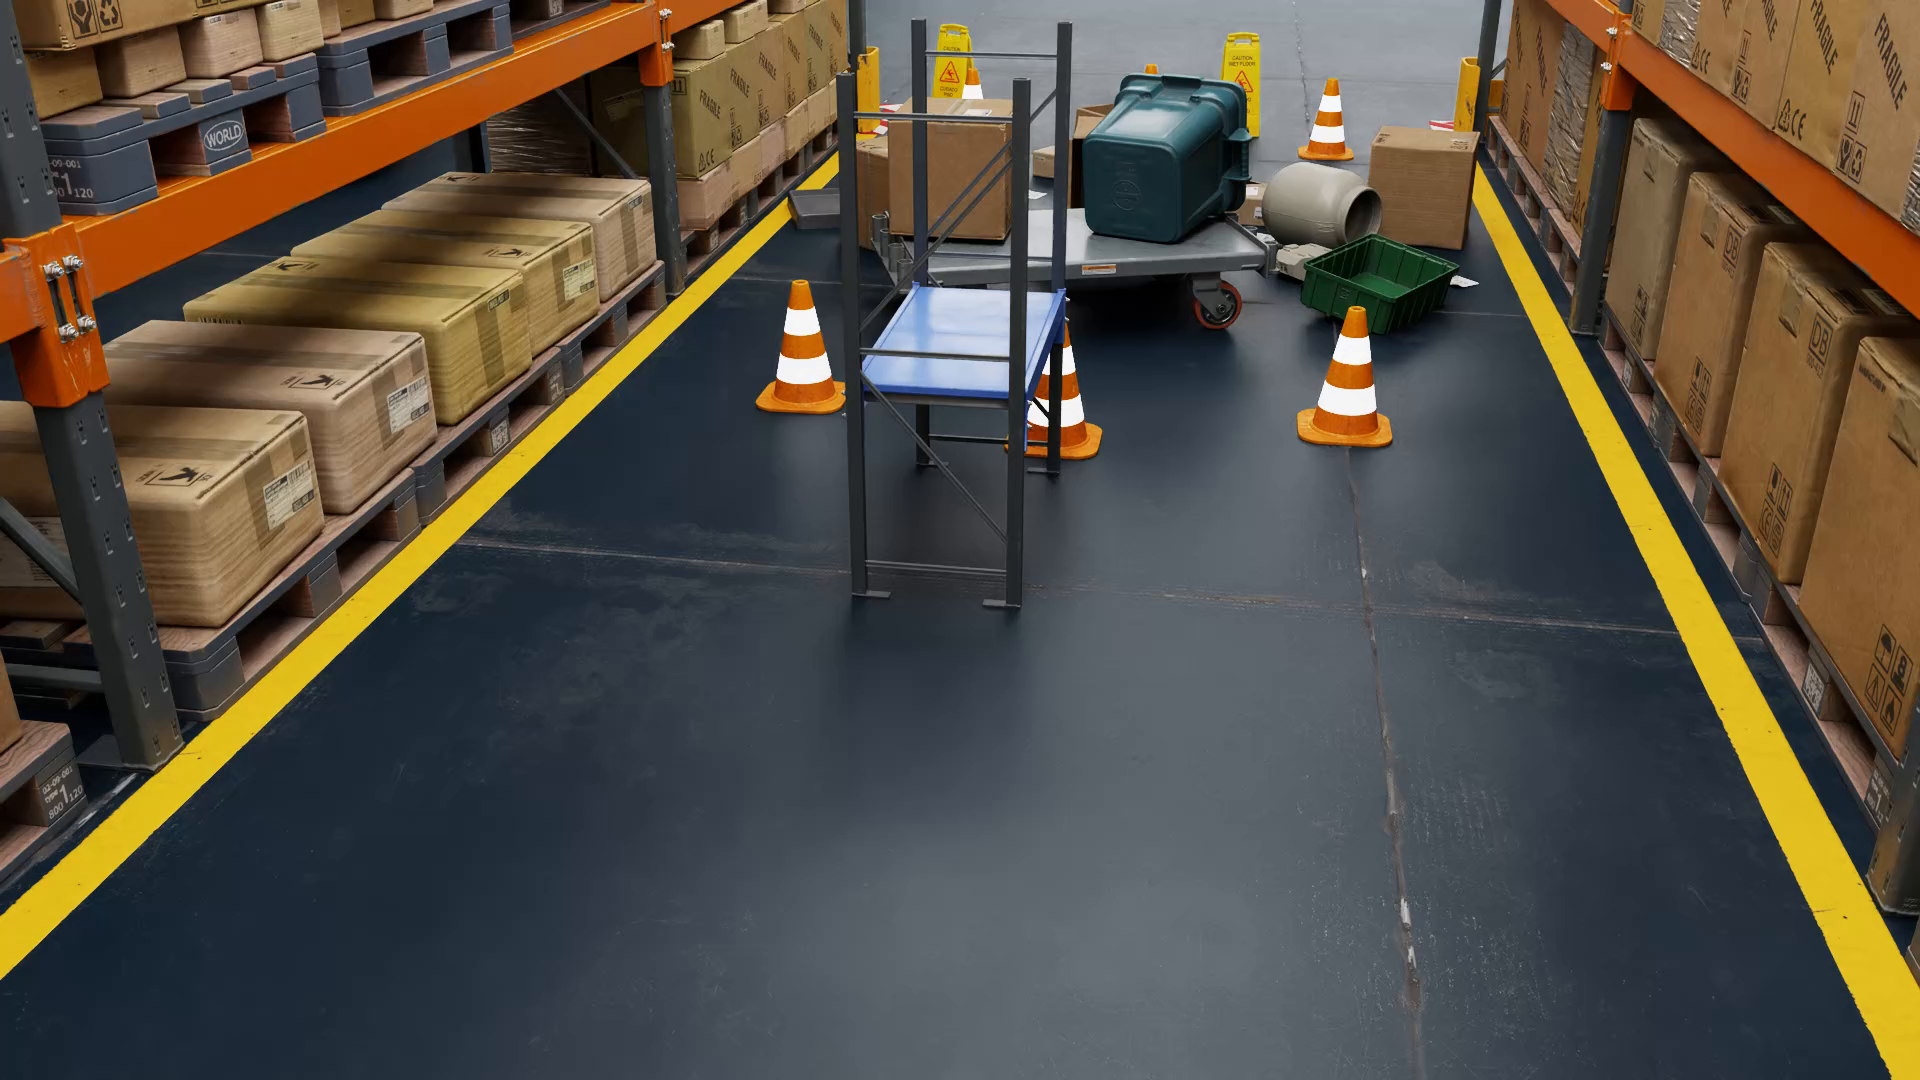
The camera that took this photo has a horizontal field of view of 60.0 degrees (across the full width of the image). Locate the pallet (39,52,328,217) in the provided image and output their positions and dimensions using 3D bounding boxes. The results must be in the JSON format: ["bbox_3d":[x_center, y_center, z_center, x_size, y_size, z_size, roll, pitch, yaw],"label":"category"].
[{"bbox_3d":[-2.421,-1.068,4.220,1.213,0.211,1.003,4,25,9],"label":"pallet"}]

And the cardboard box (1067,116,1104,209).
[{"bbox_3d":[0.941,-1.825,8.395,0.797,0.637,0.503,4,25,9],"label":"cardboard box"}]

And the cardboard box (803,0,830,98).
[{"bbox_3d":[-1.081,-2.909,9.789,0.500,0.500,0.500,5,26,10],"label":"cardboard box"}]

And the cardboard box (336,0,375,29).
[{"bbox_3d":[-1.991,-1.617,4.967,0.380,0.149,0.250,5,26,11],"label":"cardboard box"}]

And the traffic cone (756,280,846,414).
[{"bbox_3d":[-0.600,-0.758,6.324,0.336,0.463,0.334,4,25,9],"label":"traffic cone"}]

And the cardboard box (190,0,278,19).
[{"bbox_3d":[-2.053,-1.611,4.189,0.500,0.500,0.500,5,26,11],"label":"cardboard box"}]

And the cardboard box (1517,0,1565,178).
[{"bbox_3d":[3.587,-2.467,8.992,0.875,0.875,0.875,4,25,8],"label":"cardboard box"}]

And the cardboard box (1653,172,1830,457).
[{"bbox_3d":[2.947,-0.724,5.418,1.050,0.750,0.750,4,25,9],"label":"cardboard box"}]

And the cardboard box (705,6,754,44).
[{"bbox_3d":[-1.254,-2.592,8.348,0.380,0.149,0.250,5,26,11],"label":"cardboard box"}]

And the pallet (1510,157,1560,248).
[{"bbox_3d":[3.520,-1.783,8.811,1.003,0.211,1.213,4,25,9],"label":"pallet"}]

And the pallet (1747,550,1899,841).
[{"bbox_3d":[2.671,0.389,4.169,1.003,0.211,1.213,4,25,9],"label":"pallet"}]

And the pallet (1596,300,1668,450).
[{"bbox_3d":[3.069,-0.631,6.350,1.003,0.211,1.213,4,25,9],"label":"pallet"}]

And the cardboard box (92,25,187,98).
[{"bbox_3d":[-2.117,-1.165,4.002,0.380,0.149,0.250,2,25,5],"label":"cardboard box"}]

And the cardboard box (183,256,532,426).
[{"bbox_3d":[-2.088,-0.711,5.836,0.950,0.372,0.625,5,26,10],"label":"cardboard box"}]

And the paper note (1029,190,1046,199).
[{"bbox_3d":[0.397,-1.968,9.431,0.148,0.019,0.142,13,28,26],"label":"paper note"}]

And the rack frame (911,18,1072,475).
[{"bbox_3d":[0.097,-0.928,5.462,0.500,1.500,0.032,4,25,9],"label":"rack frame"}]

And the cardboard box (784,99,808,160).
[{"bbox_3d":[-1.164,-2.349,9.477,0.500,0.250,0.500,3,25,7],"label":"cardboard box"}]

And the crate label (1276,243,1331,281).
[{"bbox_3d":[1.650,-1.316,7.900,0.298,0.136,0.250,-14,29,-27],"label":"crate label"}]

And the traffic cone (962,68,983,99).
[{"bbox_3d":[0.077,-2.778,10.638,0.336,0.463,0.334,4,25,9],"label":"traffic cone"}]

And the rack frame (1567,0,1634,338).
[{"bbox_3d":[3.121,-2.222,6.459,1.000,3.000,0.127,4,25,9],"label":"rack frame"}]

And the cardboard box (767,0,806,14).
[{"bbox_3d":[-1.081,-3.048,9.321,0.380,0.149,0.250,5,26,11],"label":"cardboard box"}]

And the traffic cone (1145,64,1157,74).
[{"bbox_3d":[1.228,-2.843,10.778,0.336,0.463,0.334,4,25,9],"label":"traffic cone"}]

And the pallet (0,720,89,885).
[{"bbox_3d":[-2.636,0.738,3.425,1.003,0.211,1.213,4,25,9],"label":"pallet"}]

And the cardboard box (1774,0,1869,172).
[{"bbox_3d":[2.441,-1.219,4.198,0.500,0.500,0.500,4,25,8],"label":"cardboard box"}]

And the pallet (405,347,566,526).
[{"bbox_3d":[-2.102,-0.422,5.903,1.003,0.211,1.213,4,25,9],"label":"pallet"}]

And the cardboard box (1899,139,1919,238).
[{"bbox_3d":[2.276,-0.801,3.306,0.500,0.500,0.500,4,25,9],"label":"cardboard box"}]

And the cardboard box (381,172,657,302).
[{"bbox_3d":[-1.862,-1.303,7.100,0.950,0.372,0.625,4,25,9],"label":"cardboard box"}]

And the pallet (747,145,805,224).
[{"bbox_3d":[-1.507,-2.055,9.391,1.003,0.211,1.213,4,25,9],"label":"pallet"}]

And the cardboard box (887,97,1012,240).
[{"bbox_3d":[-0.018,-1.623,7.234,0.500,0.500,0.500,4,25,9],"label":"cardboard box"}]

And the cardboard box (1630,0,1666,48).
[{"bbox_3d":[2.770,-2.066,6.008,0.500,0.500,0.500,4,25,9],"label":"cardboard box"}]

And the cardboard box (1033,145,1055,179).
[{"bbox_3d":[0.654,-2.217,9.810,0.380,0.149,0.250,19,31,35],"label":"cardboard box"}]

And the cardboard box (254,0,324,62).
[{"bbox_3d":[-1.961,-1.390,4.482,0.380,0.149,0.250,4,25,9],"label":"cardboard box"}]

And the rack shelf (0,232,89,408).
[{"bbox_3d":[-2.759,0.312,1.893,1.077,0.370,4.000,4,25,9],"label":"rack shelf"}]

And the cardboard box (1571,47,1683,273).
[{"bbox_3d":[3.293,-1.708,7.372,0.875,0.875,0.875,4,25,9],"label":"cardboard box"}]

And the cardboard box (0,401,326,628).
[{"bbox_3d":[-2.330,-0.085,4.499,0.950,0.372,0.625,2,25,5],"label":"cardboard box"}]

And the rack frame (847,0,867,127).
[{"bbox_3d":[-1.125,-4.196,10.675,1.000,3.000,0.127,4,25,9],"label":"rack frame"}]

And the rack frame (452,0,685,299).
[{"bbox_3d":[-1.779,-2.523,7.101,1.000,3.000,0.127,4,25,9],"label":"rack frame"}]

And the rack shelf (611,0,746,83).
[{"bbox_3d":[-1.452,-3.033,9.041,1.077,0.370,4.000,4,25,9],"label":"rack shelf"}]

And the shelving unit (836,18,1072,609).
[{"bbox_3d":[0.014,-0.715,5.008,0.538,1.500,1.048,4,25,9],"label":"shelving unit"}]

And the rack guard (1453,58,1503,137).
[{"bbox_3d":[3.779,-2.773,10.584,1.175,0.500,0.348,4,25,9],"label":"rack guard"}]

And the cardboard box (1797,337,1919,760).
[{"bbox_3d":[2.656,0.031,3.804,1.050,0.750,0.750,4,25,8],"label":"cardboard box"}]

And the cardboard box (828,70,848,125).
[{"bbox_3d":[-0.996,-2.774,10.386,0.500,0.250,0.500,4,25,8],"label":"cardboard box"}]

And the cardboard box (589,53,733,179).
[{"bbox_3d":[-1.416,-2.035,7.923,0.500,0.500,0.500,5,26,11],"label":"cardboard box"}]

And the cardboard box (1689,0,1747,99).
[{"bbox_3d":[2.604,-1.646,5.110,0.500,0.500,0.500,4,25,8],"label":"cardboard box"}]

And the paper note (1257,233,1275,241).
[{"bbox_3d":[1.538,-1.569,8.574,0.172,0.023,0.155,13,28,26],"label":"paper note"}]

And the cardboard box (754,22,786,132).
[{"bbox_3d":[-1.254,-2.477,8.867,0.500,0.500,0.500,5,26,11],"label":"cardboard box"}]

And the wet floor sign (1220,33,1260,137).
[{"bbox_3d":[1.826,-2.978,10.851,0.267,0.644,0.232,0,25,-1],"label":"wet floor sign"}]

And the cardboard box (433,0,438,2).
[{"bbox_3d":[-1.916,-1.836,5.435,0.380,0.149,0.250,3,25,7],"label":"cardboard box"}]

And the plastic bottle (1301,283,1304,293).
[{"bbox_3d":[1.677,-1.111,7.552,0.133,0.061,0.283,-9,27,-19],"label":"plastic bottle"}]

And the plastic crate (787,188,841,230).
[{"bbox_3d":[-0.713,-1.800,9.002,0.402,0.080,0.583,-5,25,-10],"label":"plastic crate"}]

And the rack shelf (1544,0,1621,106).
[{"bbox_3d":[3.448,-2.733,8.398,1.077,0.370,4.000,4,25,9],"label":"rack shelf"}]

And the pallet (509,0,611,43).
[{"bbox_3d":[-2.047,-2.126,6.481,1.003,0.211,1.213,4,25,9],"label":"pallet"}]

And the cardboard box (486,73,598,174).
[{"bbox_3d":[-1.947,-2.073,8.005,0.500,0.500,0.500,4,25,8],"label":"cardboard box"}]

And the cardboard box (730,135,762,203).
[{"bbox_3d":[-1.340,-1.920,8.561,0.500,0.250,0.500,5,26,11],"label":"cardboard box"}]

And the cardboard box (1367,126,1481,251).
[{"bbox_3d":[2.362,-1.811,8.527,0.500,0.500,0.500,8,26,18],"label":"cardboard box"}]
